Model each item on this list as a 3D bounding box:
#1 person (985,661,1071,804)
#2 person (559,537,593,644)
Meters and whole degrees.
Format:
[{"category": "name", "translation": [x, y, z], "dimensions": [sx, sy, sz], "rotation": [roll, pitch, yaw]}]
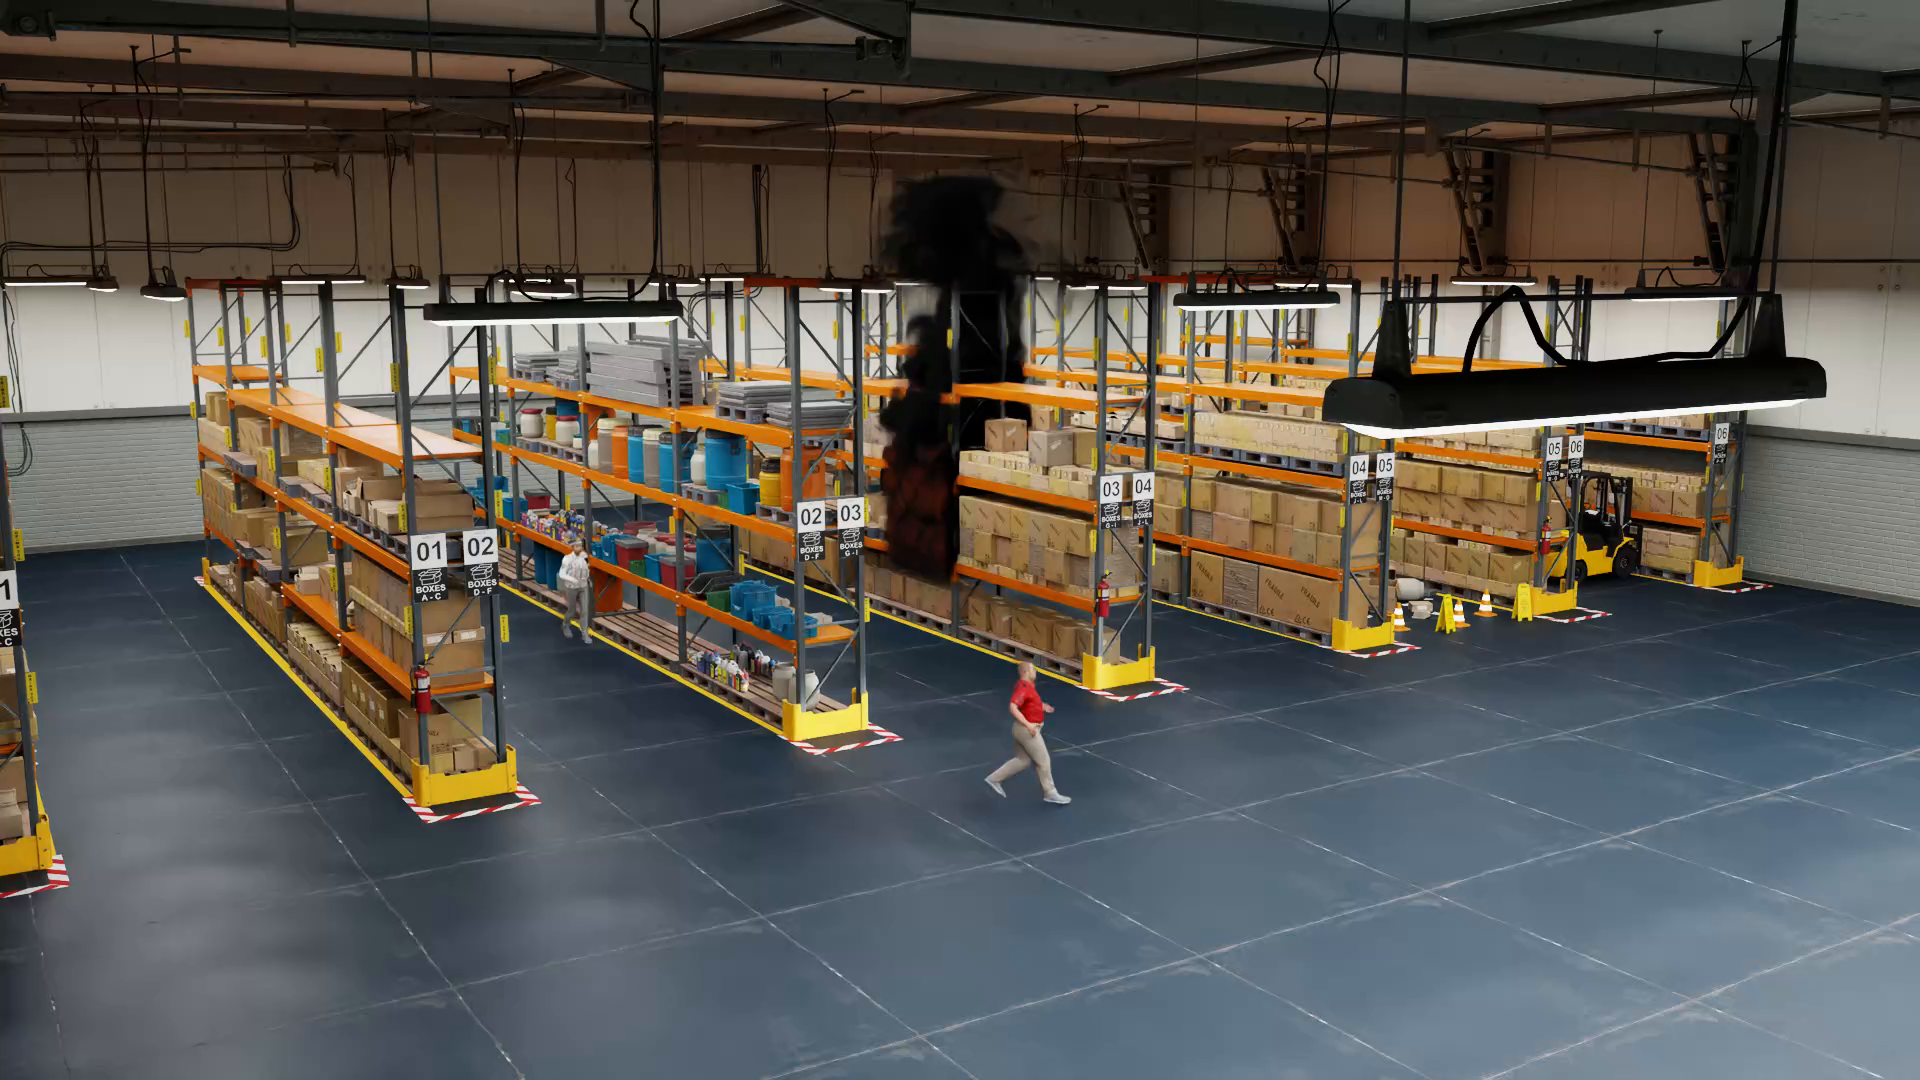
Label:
[{"category": "person", "translation": [0.832, 2.247, 19.420], "dimensions": [0.942, 1.698, 0.686], "rotation": [-1, 10, -7]}, {"category": "person", "translation": [-6.133, 0.774, 26.612], "dimensions": [0.600, 1.692, 0.820], "rotation": [-8, 12, -38]}]
